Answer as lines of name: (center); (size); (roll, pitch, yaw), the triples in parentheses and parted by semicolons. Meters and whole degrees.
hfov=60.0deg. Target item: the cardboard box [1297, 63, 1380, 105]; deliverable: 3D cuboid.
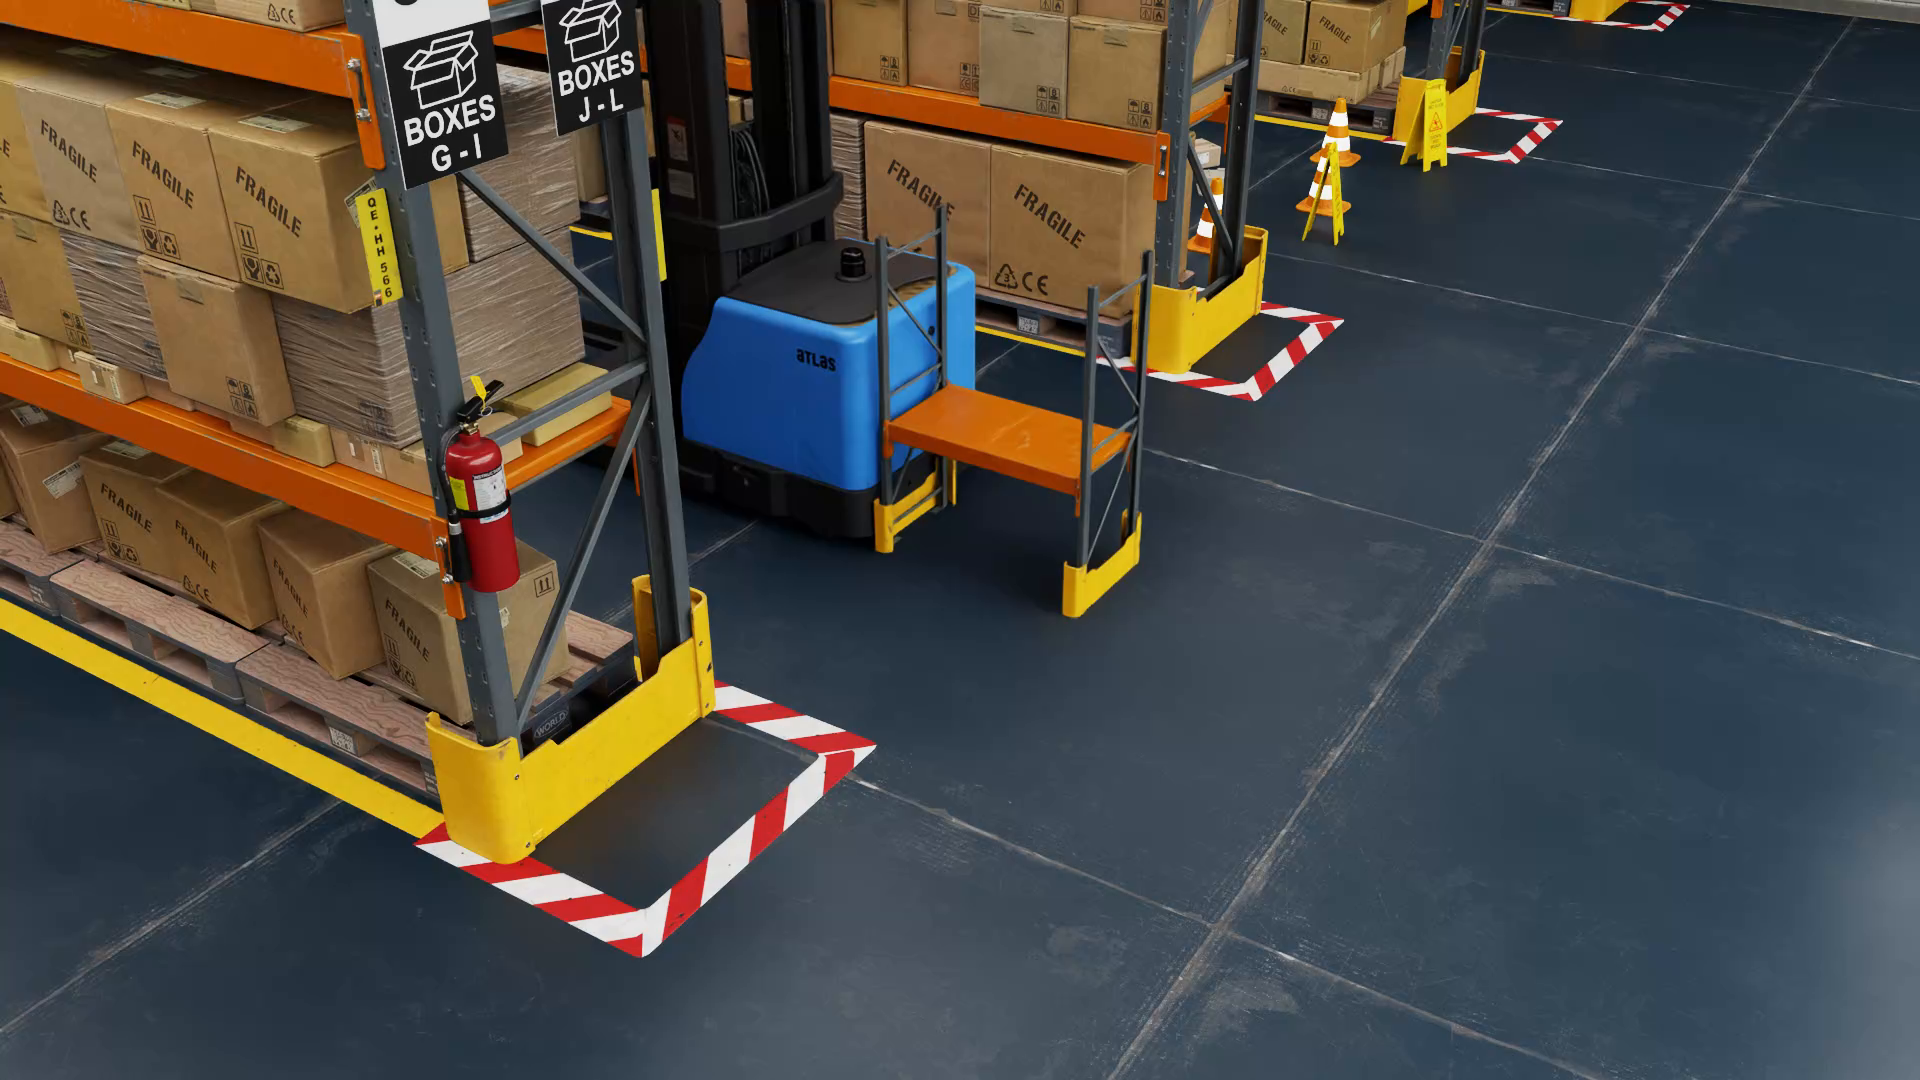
cardboard box: (3.081, -3.756, 13.524); (0.500, 0.250, 0.500); (17, 34, 27)

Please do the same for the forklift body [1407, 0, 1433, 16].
forklift body: (3.989, -6.137, 16.134); (1.214, 2.155, 2.313); (18, 35, 27)

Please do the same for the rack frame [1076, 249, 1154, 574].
rack frame: (0.644, -0.435, 7.007); (0.032, 1.500, 0.500); (18, 35, 28)

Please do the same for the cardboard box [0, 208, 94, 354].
cardboard box: (-3.096, -1.130, 6.315); (0.500, 0.500, 0.875); (18, 35, 27)

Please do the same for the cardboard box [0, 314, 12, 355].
cardboard box: (-3.633, -0.878, 6.527); (0.250, 0.149, 0.380); (18, 35, 27)

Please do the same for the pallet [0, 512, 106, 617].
pallet: (-4.139, -0.127, 7.758); (1.213, 0.211, 1.003); (18, 35, 27)

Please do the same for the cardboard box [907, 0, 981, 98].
cardboard box: (0.160, -3.001, 9.769); (0.550, 0.550, 0.875); (18, 35, 27)

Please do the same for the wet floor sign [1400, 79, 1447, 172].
wet floor sign: (3.521, -3.130, 12.475); (0.267, 0.644, 0.232); (-21, 36, -32)

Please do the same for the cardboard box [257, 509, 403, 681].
cardboard box: (-2.384, 0.154, 6.574); (0.500, 0.500, 0.500); (-25, 38, -36)

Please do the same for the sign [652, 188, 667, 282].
sign: (-1.051, -1.030, 5.680); (0.005, 0.325, 0.100); (18, 35, 27)

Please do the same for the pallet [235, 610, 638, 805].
pallet: (-2.073, 0.527, 6.638); (1.213, 0.211, 1.003); (18, 35, 27)

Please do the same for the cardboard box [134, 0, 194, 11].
cardboard box: (-2.307, -1.809, 5.046); (0.500, 0.250, 0.500); (18, 35, 28)

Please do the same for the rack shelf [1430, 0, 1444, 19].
rack shelf: (2.235, -4.879, 13.851); (4.000, 0.370, 1.077); (18, 35, 27)

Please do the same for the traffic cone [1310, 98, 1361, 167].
traffic cone: (2.879, -3.123, 12.644); (0.334, 0.463, 0.336); (18, 35, 27)

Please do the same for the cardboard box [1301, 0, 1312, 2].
cardboard box: (2.765, -4.425, 13.283); (0.250, 0.149, 0.380); (19, 35, 29)

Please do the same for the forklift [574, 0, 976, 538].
forklift: (-1.424, -1.830, 7.978); (3.031, 2.935, 1.130); (18, 35, 28)

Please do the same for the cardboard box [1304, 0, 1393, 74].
cardboard box: (3.112, -4.075, 13.327); (0.500, 0.500, 0.500); (18, 35, 28)

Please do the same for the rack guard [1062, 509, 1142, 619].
rack guard: (0.628, 0.100, 7.331); (0.087, 0.250, 0.587); (18, 35, 28)

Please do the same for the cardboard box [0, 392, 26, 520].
cardboard box: (-4.410, -0.474, 7.649); (0.500, 0.500, 0.500); (16, 34, 26)

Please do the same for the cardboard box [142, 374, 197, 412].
cardboard box: (-2.758, -0.632, 6.107); (0.250, 0.149, 0.380); (18, 35, 27)

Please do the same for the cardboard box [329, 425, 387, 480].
cardboard box: (-1.902, -0.372, 5.660); (0.250, 0.149, 0.380); (18, 35, 27)

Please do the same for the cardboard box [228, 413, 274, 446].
cardboard box: (-2.344, -0.490, 5.863); (0.250, 0.149, 0.380); (18, 35, 27)

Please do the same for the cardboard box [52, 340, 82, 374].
cardboard box: (-3.191, -0.758, 6.322); (0.250, 0.149, 0.380); (18, 35, 27)

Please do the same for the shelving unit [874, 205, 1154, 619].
shelving unit: (0.211, -0.577, 7.251); (1.083, 1.500, 0.587); (18, 35, 28)

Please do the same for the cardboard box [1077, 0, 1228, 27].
cardboard box: (1.090, -3.162, 8.973); (0.550, 0.550, 0.875); (18, 35, 27)

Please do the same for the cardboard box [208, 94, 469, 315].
cardboard box: (-1.936, -1.070, 5.221); (0.500, 0.500, 0.500); (18, 35, 27)

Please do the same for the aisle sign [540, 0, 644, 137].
aisle sign: (-1.127, -1.659, 5.037); (0.004, 0.787, 0.394); (18, 35, 27)

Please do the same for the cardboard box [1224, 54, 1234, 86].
cardboard box: (2.221, -4.030, 13.993); (0.500, 0.250, 0.500); (16, 34, 26)

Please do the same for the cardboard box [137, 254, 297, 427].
cardboard box: (-2.278, -0.838, 5.816); (0.500, 0.500, 0.875); (18, 35, 27)

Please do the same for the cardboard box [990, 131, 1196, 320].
cardboard box: (0.774, -1.932, 9.776); (0.875, 0.875, 0.875); (18, 35, 28)

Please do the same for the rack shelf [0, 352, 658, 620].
rack shelf: (-3.033, -0.650, 6.601); (4.000, 0.370, 1.077); (18, 35, 27)

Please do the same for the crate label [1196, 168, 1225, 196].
crate label: (1.878, -2.602, 12.074); (0.298, 0.136, 0.250); (1, 30, 2)

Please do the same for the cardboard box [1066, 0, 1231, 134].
cardboard box: (1.045, -2.660, 9.183); (0.550, 0.550, 0.875); (18, 35, 27)

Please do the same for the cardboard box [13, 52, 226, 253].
cardboard box: (-2.785, -1.337, 5.678); (0.500, 0.500, 0.500); (18, 35, 27)

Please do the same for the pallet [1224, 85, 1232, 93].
pallet: (2.166, -4.030, 14.449); (1.213, 0.211, 1.003); (18, 35, 27)

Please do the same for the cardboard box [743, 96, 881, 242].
cardboard box: (-0.744, -2.412, 10.599); (0.875, 0.875, 0.875); (18, 35, 28)

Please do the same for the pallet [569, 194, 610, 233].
pallet: (-2.698, -2.556, 11.922); (1.213, 0.211, 1.003); (18, 35, 27)

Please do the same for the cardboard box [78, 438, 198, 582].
cardboard box: (-3.353, -0.191, 7.164); (0.500, 0.500, 0.500); (14, 33, 23)

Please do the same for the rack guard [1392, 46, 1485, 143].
rack guard: (3.865, -3.595, 13.416); (0.348, 0.500, 1.175); (18, 35, 27)

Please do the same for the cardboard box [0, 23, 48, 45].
cardboard box: (-3.634, -1.603, 6.135); (0.500, 0.500, 0.500); (18, 35, 27)

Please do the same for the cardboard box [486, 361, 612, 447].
cardboard box: (-1.454, -0.494, 5.870); (0.250, 0.149, 0.380); (18, 35, 27)

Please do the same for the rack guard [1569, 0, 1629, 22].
rack guard: (6.585, -5.688, 17.003); (0.348, 0.500, 1.175); (18, 35, 27)

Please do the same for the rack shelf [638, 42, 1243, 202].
rack shelf: (-0.311, -2.740, 10.183); (4.000, 0.370, 1.077); (18, 35, 27)

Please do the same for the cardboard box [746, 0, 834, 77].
cardboard box: (-0.813, -3.225, 10.152); (0.550, 0.550, 0.875); (18, 35, 27)

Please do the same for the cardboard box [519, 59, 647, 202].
cardboard box: (-2.578, -2.924, 11.601); (0.750, 0.750, 1.050); (17, 34, 27)

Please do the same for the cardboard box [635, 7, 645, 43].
cardboard box: (-1.686, -3.557, 10.722); (0.550, 0.550, 0.875); (18, 35, 27)

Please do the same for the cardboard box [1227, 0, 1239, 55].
cardboard box: (2.245, -4.352, 13.801); (0.500, 0.500, 0.500); (17, 34, 26)

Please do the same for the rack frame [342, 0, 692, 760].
rack frame: (-1.339, -0.425, 5.501); (0.127, 3.000, 1.000); (18, 35, 27)
